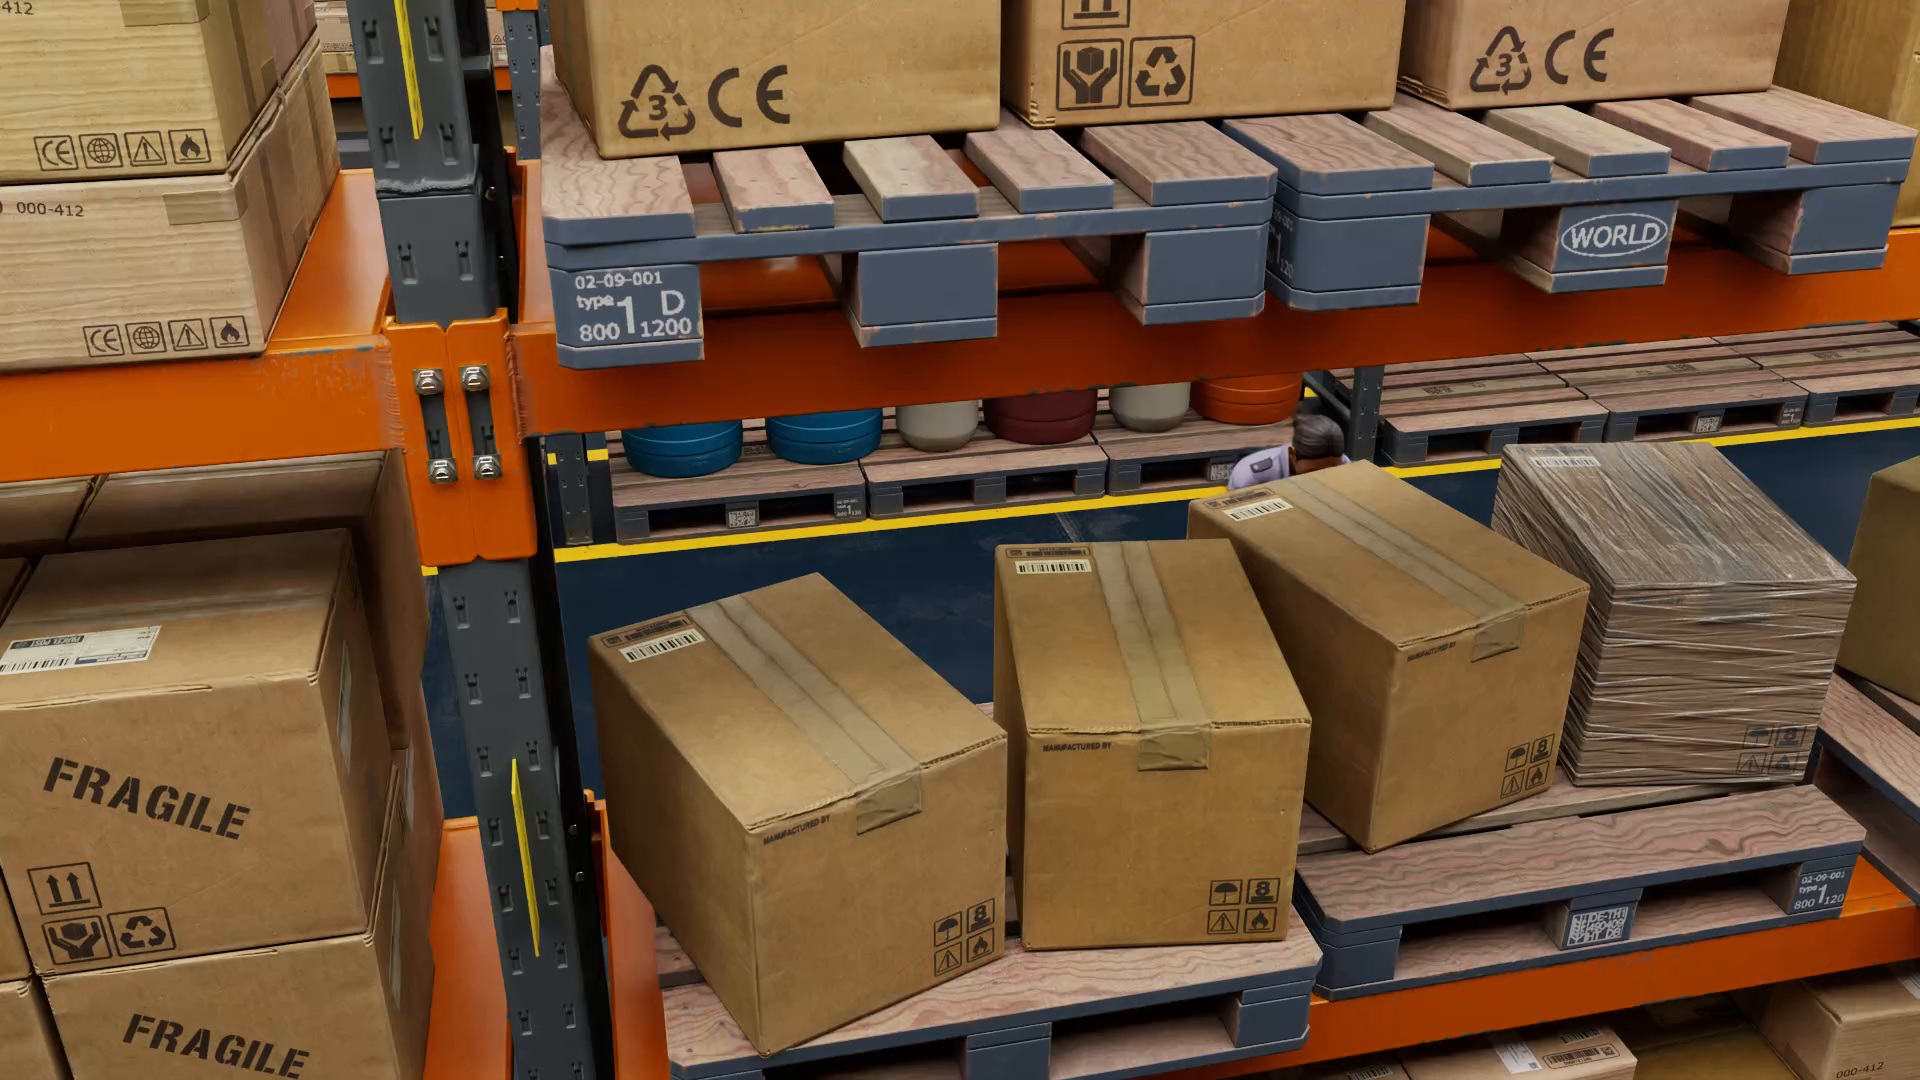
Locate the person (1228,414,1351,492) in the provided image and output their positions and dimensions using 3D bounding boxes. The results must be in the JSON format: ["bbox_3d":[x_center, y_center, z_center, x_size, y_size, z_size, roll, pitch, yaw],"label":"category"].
[{"bbox_3d":[1.133,0.201,5.904,0.515,1.510,0.529,-6,27,-11],"label":"person"}]
